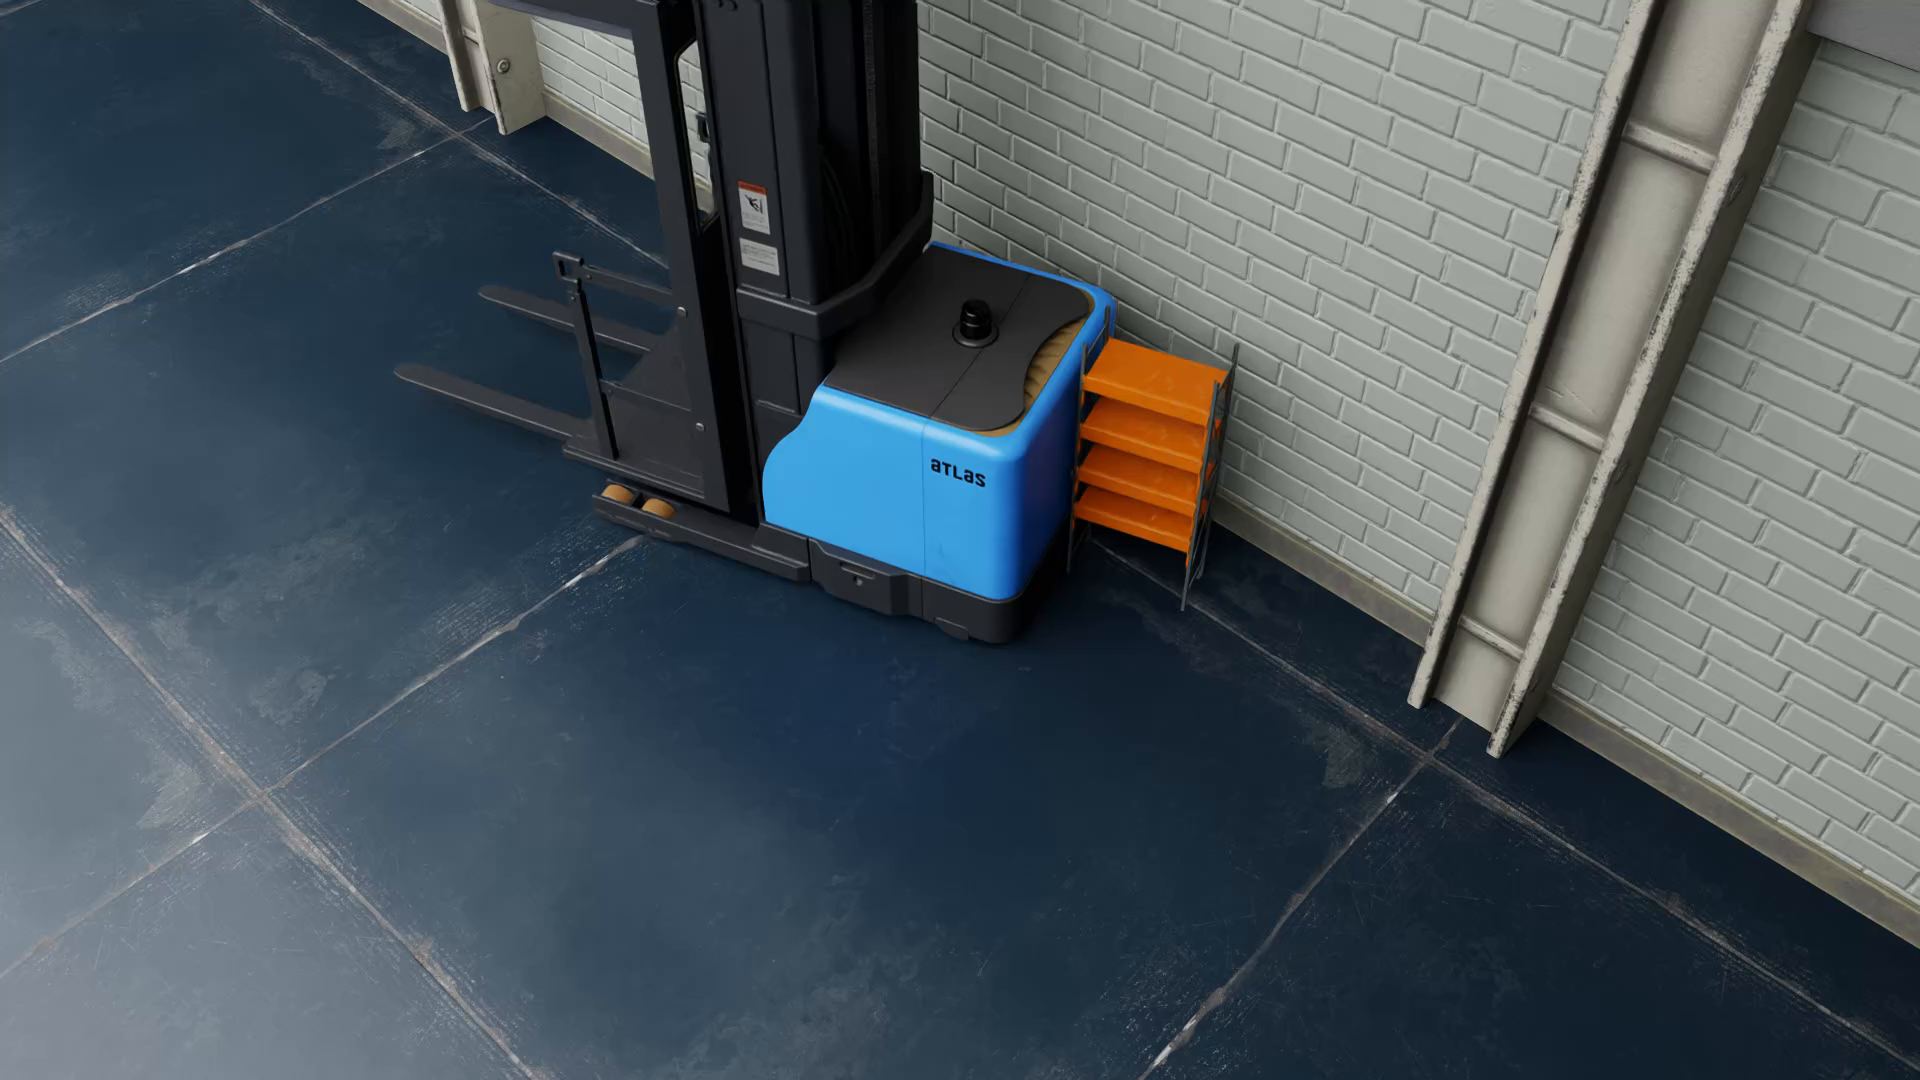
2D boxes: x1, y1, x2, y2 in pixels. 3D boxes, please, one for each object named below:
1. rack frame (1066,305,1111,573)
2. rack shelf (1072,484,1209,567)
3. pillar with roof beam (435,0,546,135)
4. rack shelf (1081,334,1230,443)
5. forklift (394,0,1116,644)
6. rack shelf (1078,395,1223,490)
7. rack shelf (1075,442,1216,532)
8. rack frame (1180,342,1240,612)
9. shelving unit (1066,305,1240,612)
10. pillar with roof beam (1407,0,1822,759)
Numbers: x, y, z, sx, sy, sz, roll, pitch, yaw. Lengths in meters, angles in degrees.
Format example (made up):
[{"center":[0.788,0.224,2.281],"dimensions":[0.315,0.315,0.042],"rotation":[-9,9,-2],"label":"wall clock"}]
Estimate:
[{"center":[0.488,-0.357,6.370],"dimensions":[0.015,1.200,0.240],"rotation":[19,50,17],"label":"rack frame"},{"center":[0.710,-0.100,6.494],"dimensions":[0.480,0.148,0.258],"rotation":[19,50,17],"label":"rack shelf"},{"center":[-5.392,-3.115,3.611],"dimensions":[0.400,9.000,9.100],"rotation":[34,55,28],"label":"pillar with roof beam"},{"center":[0.710,-0.551,6.014],"dimensions":[0.480,0.148,0.258],"rotation":[19,50,17],"label":"rack shelf"},{"center":[-0.956,-1.340,6.106],"dimensions":[3.031,2.935,1.130],"rotation":[19,50,17],"label":"forklift"},{"center":[0.710,-0.389,6.186],"dimensions":[0.480,0.148,0.258],"rotation":[19,50,17],"label":"rack shelf"},{"center":[0.710,-0.236,6.349],"dimensions":[0.480,0.148,0.258],"rotation":[19,50,17],"label":"rack shelf"},{"center":[0.931,-0.207,6.230],"dimensions":[0.015,1.200,0.240],"rotation":[19,50,17],"label":"rack frame"},{"center":[0.710,-0.282,6.300],"dimensions":[0.503,1.200,0.258],"rotation":[19,50,17],"label":"shelving unit"},{"center":[-0.983,-0.148,0.825],"dimensions":[0.400,9.000,9.100],"rotation":[34,55,28],"label":"pillar with roof beam"}]
